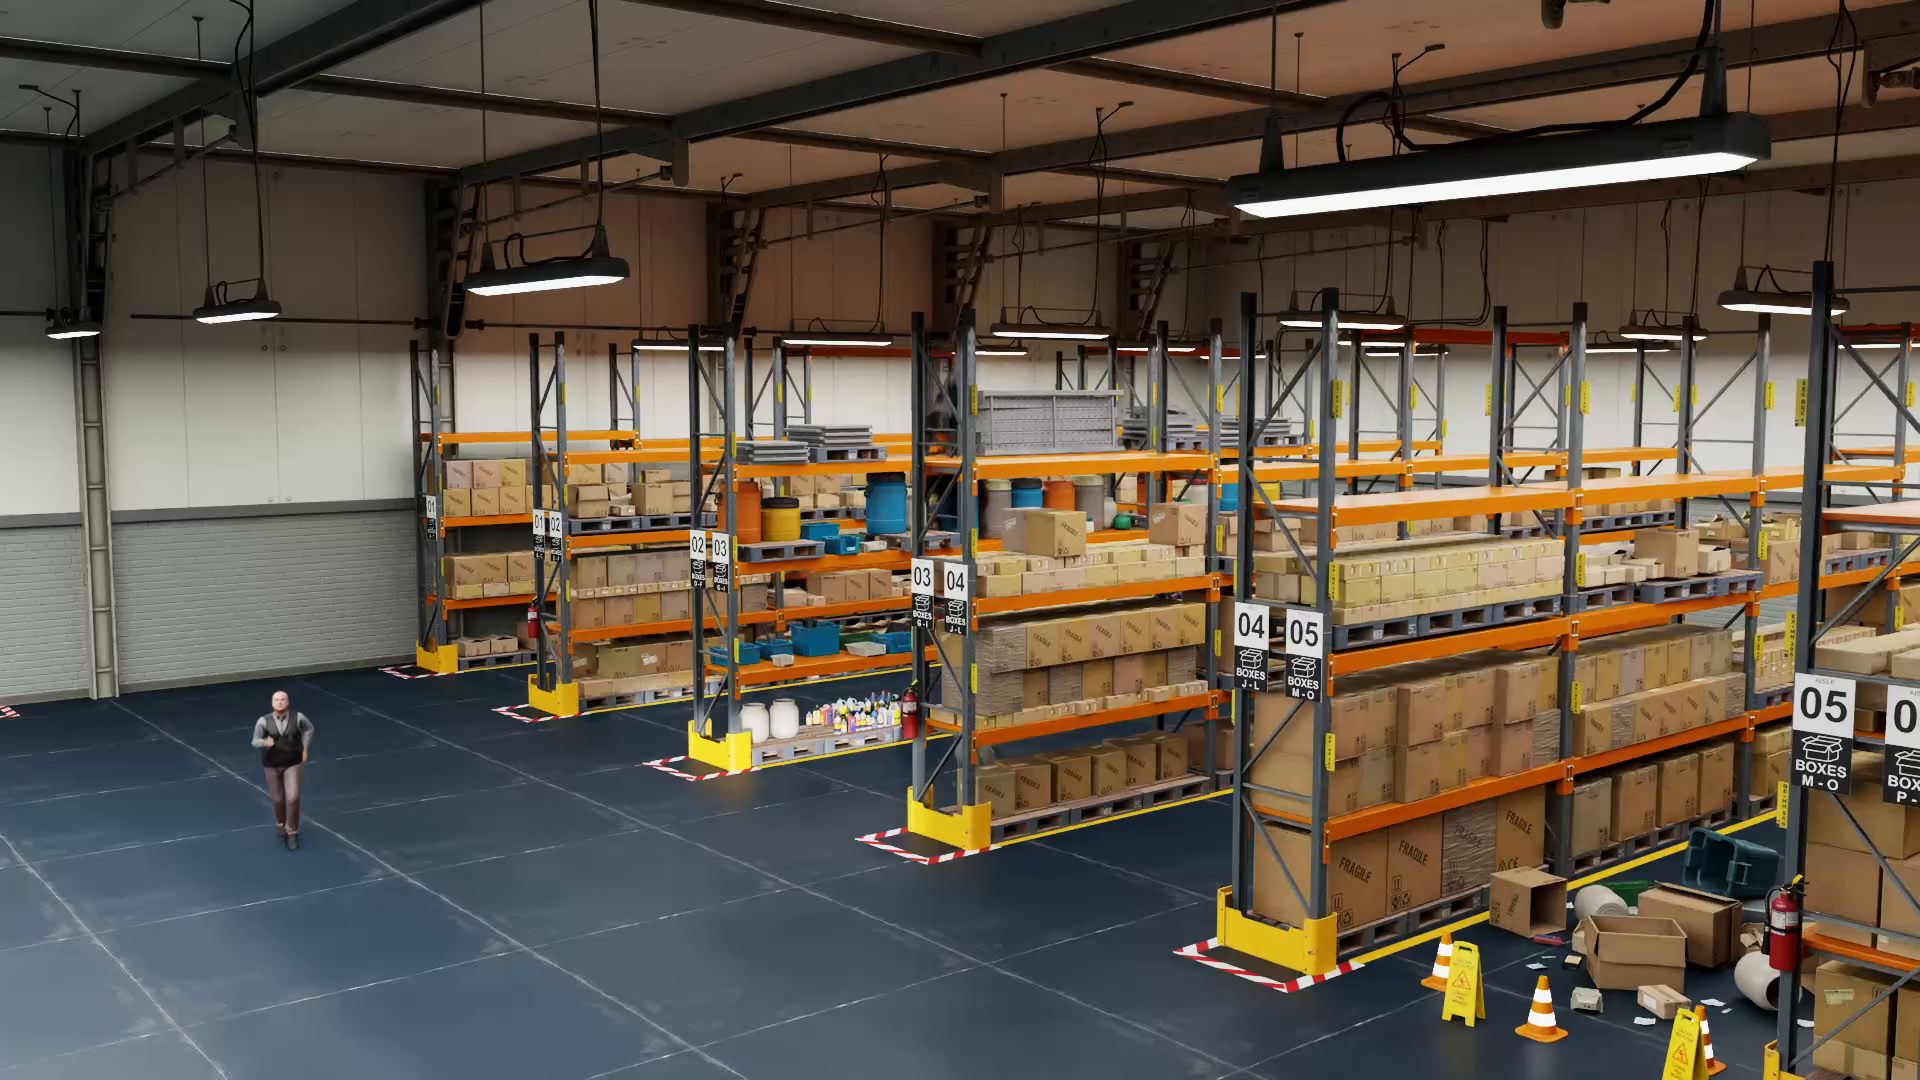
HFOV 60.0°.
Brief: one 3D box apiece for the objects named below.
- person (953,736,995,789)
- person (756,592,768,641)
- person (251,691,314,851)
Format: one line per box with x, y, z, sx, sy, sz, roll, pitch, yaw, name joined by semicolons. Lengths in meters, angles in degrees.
0.194;2.332;21.354;0.764;1.859;0.624;-5;7;-42;person
-3.717;1.482;30.813;0.597;1.656;0.803;5;7;42;person
-7.601;2.581;18.683;0.639;1.774;0.734;-2;6;-16;person
